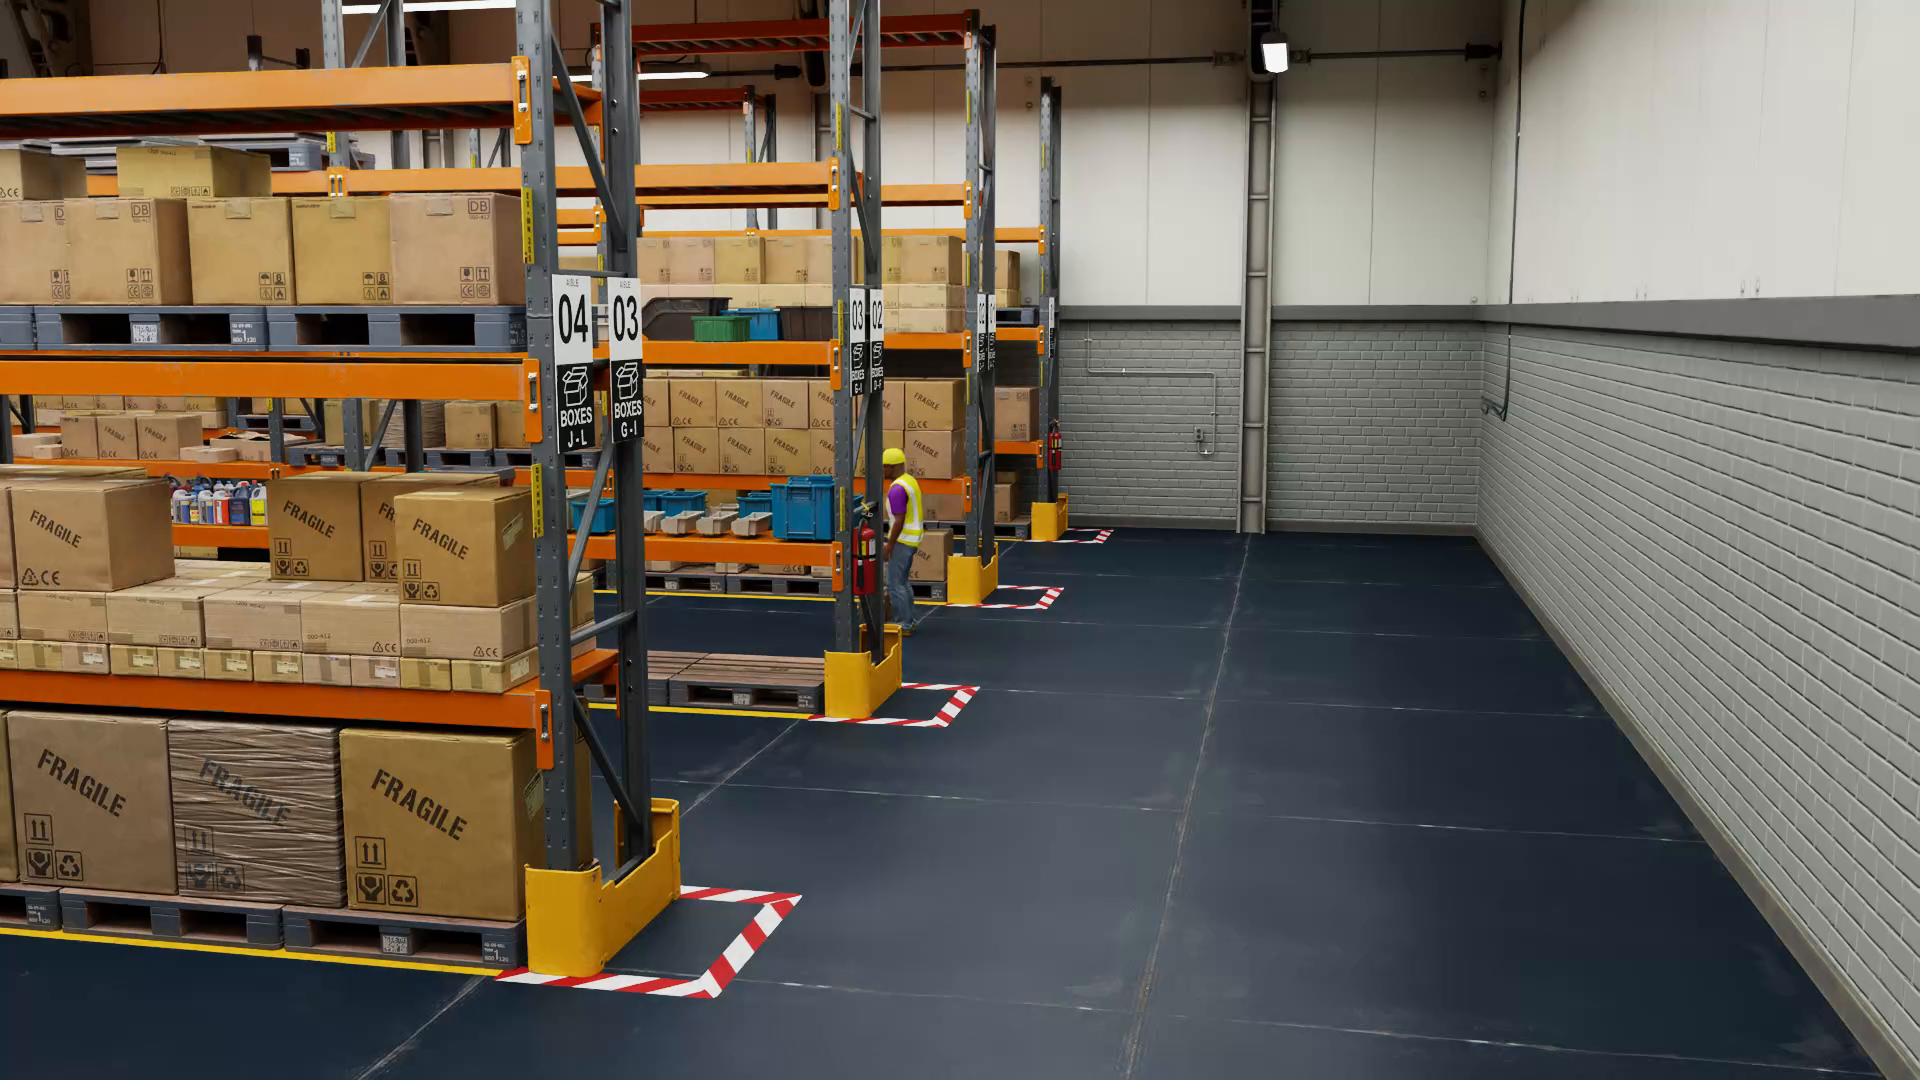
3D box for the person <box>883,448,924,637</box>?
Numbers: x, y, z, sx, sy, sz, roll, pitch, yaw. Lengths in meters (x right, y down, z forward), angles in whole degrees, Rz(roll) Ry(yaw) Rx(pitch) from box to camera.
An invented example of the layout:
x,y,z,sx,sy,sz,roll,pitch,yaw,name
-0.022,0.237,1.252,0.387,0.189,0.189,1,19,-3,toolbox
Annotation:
x,y,z,sx,sy,sz,roll,pitch,yaw,name
-0.569,0.015,15.629,0.446,1.762,0.604,1,8,9,person
